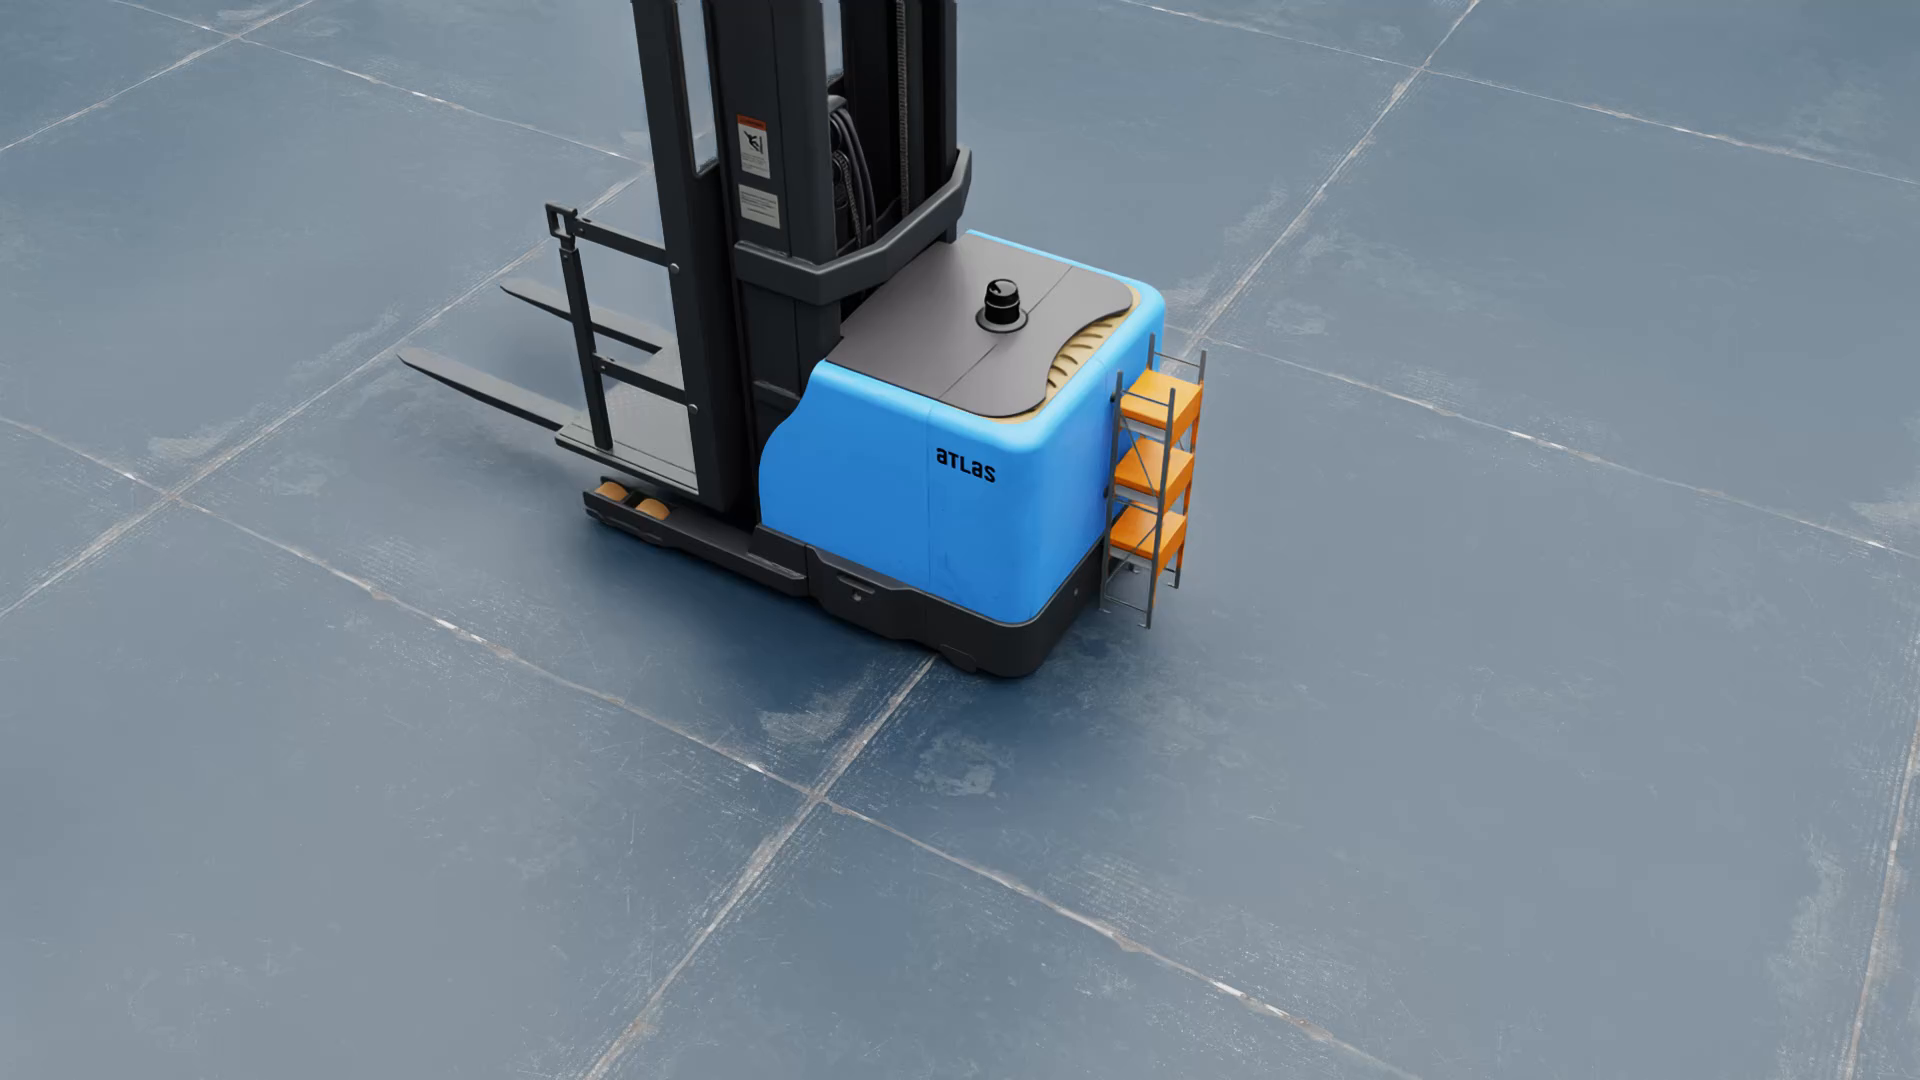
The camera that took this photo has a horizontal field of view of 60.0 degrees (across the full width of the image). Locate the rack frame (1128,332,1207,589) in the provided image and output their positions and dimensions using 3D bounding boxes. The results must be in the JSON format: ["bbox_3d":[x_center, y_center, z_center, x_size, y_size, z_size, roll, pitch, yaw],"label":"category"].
[{"bbox_3d":[0.709,-0.251,5.740,0.200,1.050,0.008,21,45,22],"label":"rack frame"}]

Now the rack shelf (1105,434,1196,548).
[{"bbox_3d":[0.648,-0.173,5.668,0.215,0.259,0.240,21,45,22],"label":"rack shelf"}]

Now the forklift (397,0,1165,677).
[{"bbox_3d":[-0.824,-1.365,5.582,3.031,2.935,1.130,21,46,23],"label":"forklift"}]

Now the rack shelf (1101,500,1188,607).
[{"bbox_3d":[0.648,0.036,5.852,0.215,0.259,0.240,21,45,22],"label":"rack shelf"}]

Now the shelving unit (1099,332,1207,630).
[{"bbox_3d":[0.648,-0.181,5.661,0.215,1.050,0.252,21,45,22],"label":"shelving unit"}]

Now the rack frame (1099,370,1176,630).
[{"bbox_3d":[0.588,-0.111,5.581,0.200,1.050,0.008,21,45,22],"label":"rack frame"}]

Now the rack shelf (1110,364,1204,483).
[{"bbox_3d":[0.648,-0.386,5.480,0.215,0.259,0.240,21,45,22],"label":"rack shelf"}]
